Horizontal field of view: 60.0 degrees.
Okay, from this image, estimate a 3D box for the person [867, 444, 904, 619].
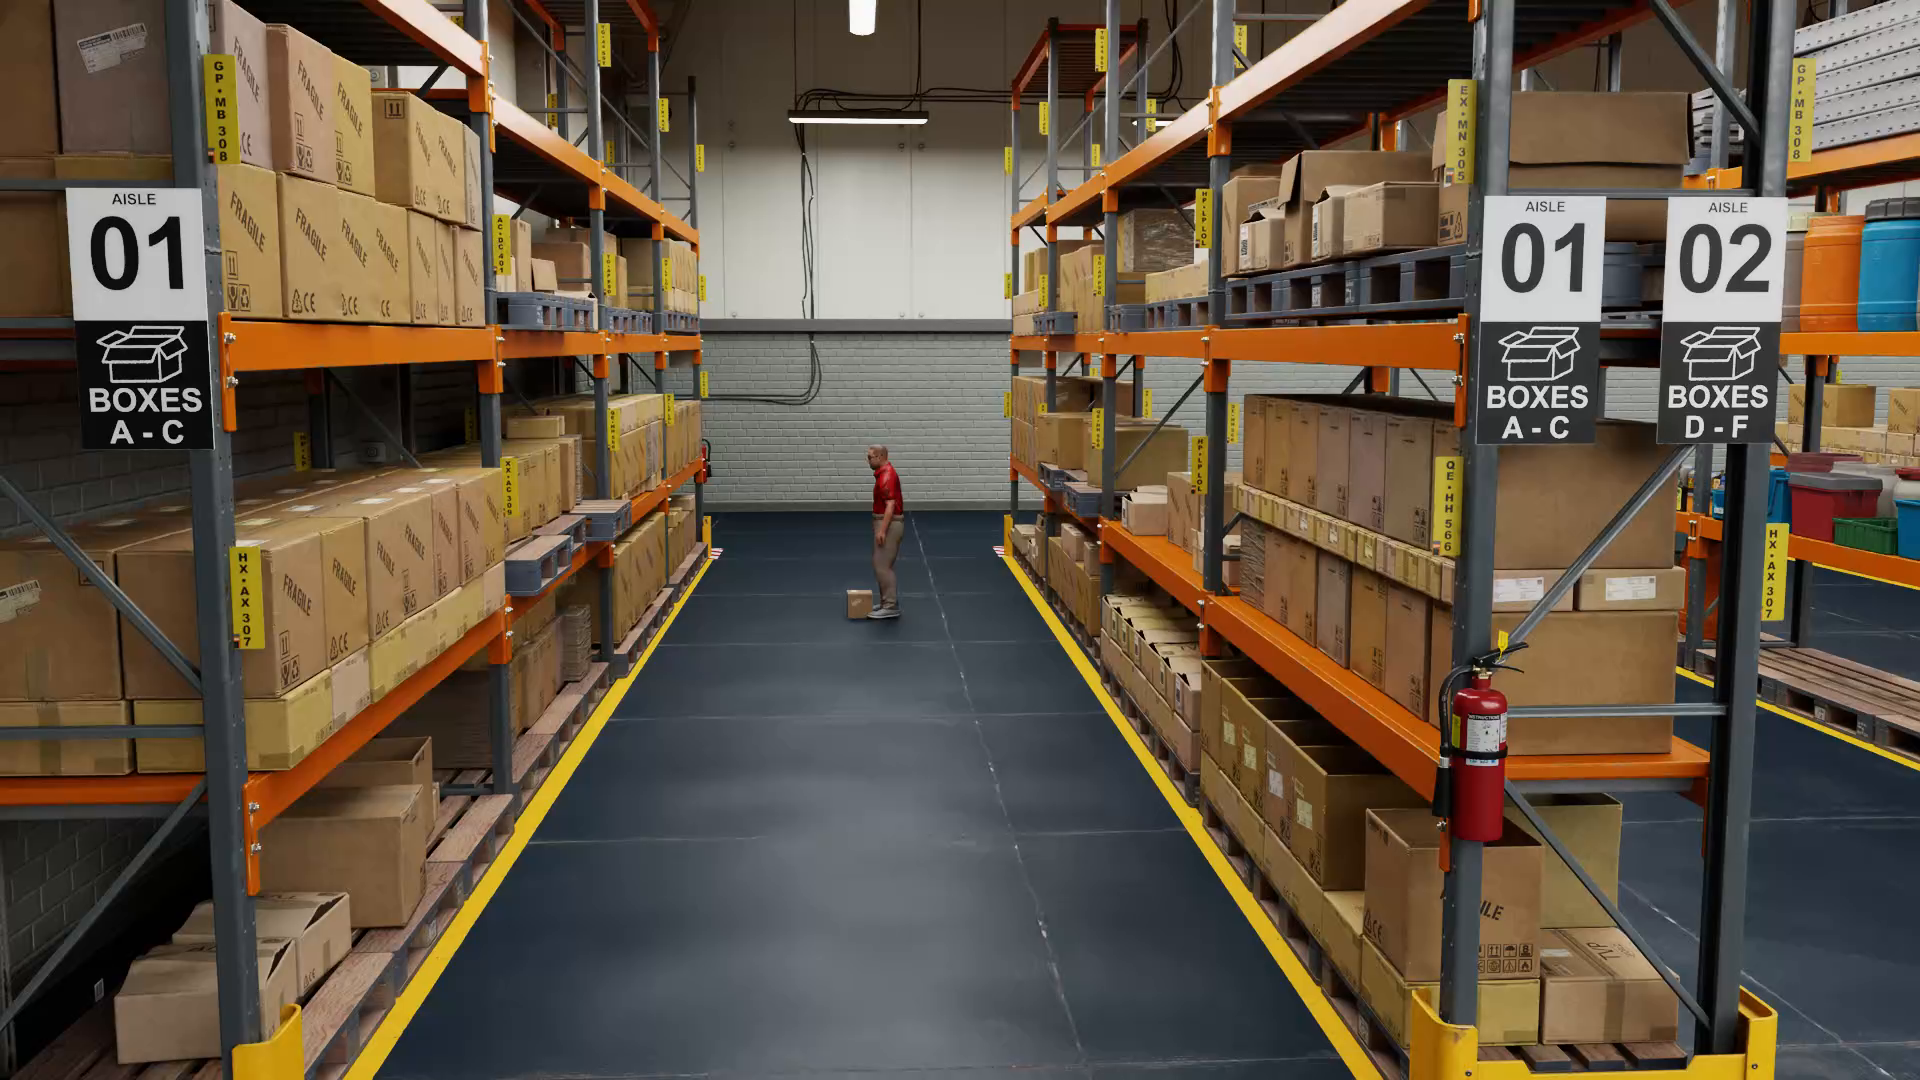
[{"bbox_3d":[-0.756,-0.096,16.604,0.391,1.727,0.587,0,7,-3],"label":"person"}]
